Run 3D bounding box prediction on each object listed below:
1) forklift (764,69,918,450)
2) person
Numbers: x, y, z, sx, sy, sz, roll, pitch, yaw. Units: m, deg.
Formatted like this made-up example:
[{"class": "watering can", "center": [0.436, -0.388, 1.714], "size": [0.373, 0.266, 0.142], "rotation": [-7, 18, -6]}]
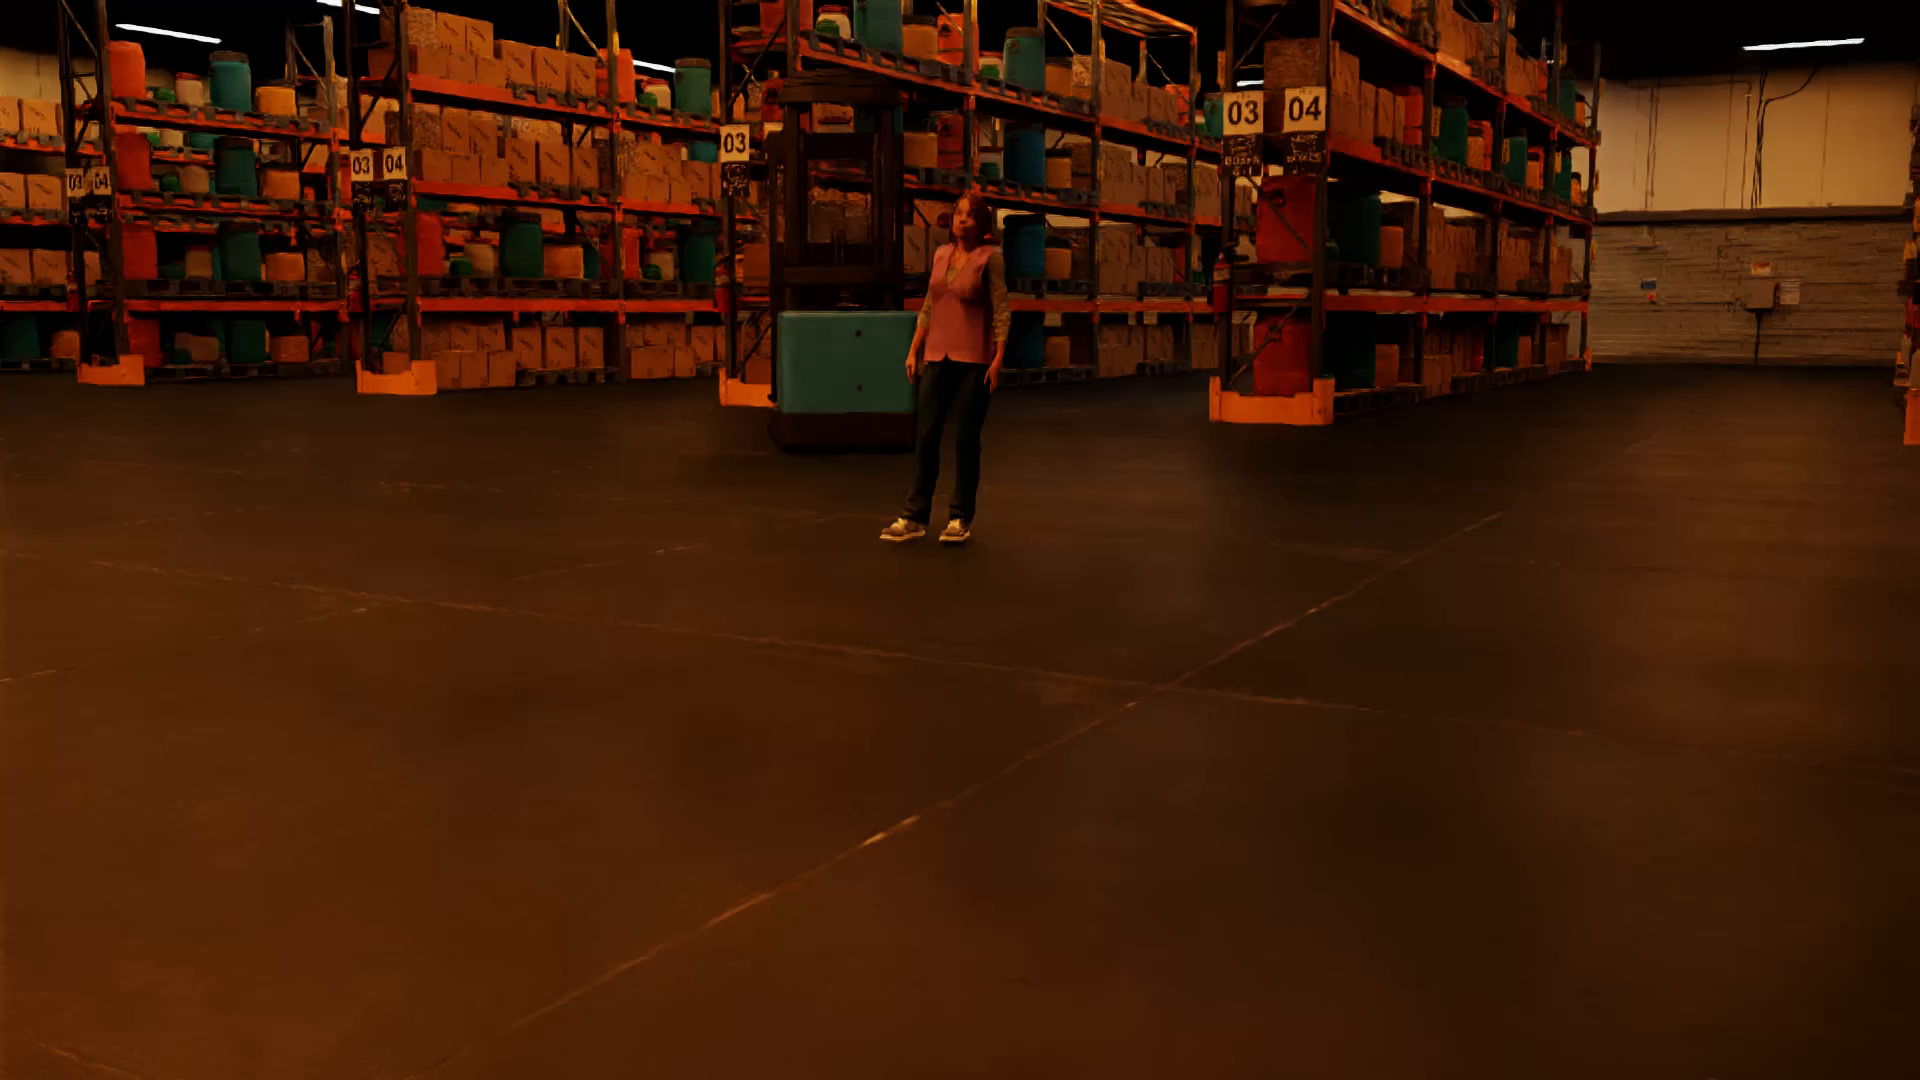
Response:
[{"class": "forklift", "center": [-1.047, -2.308, 13.813], "size": [1.130, 2.935, 3.031], "rotation": [-1, 8, -9]}, {"class": "person", "center": [-0.048, -0.790, 7.646], "size": [0.520, 1.597, 0.474], "rotation": [4, 9, 29]}]
